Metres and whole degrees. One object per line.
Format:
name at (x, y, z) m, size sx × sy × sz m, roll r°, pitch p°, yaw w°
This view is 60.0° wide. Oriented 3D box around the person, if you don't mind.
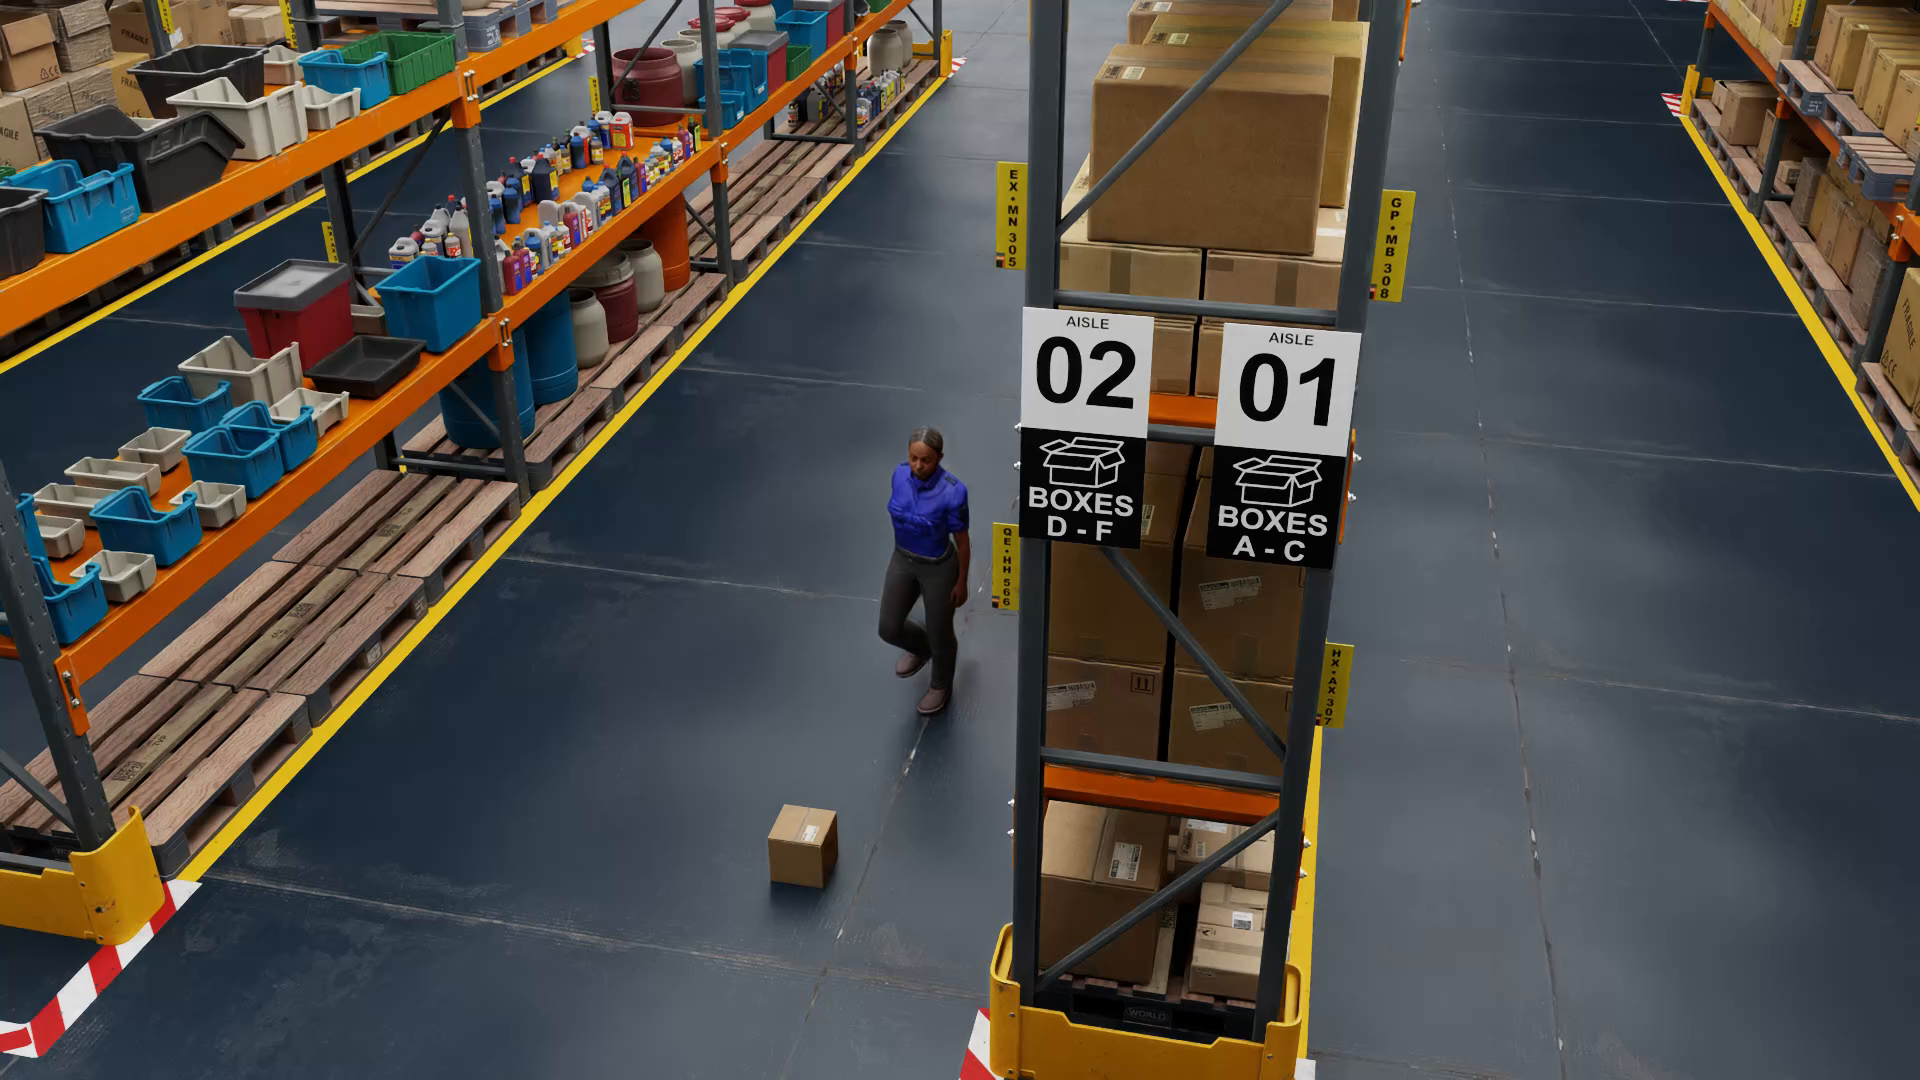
person at (-0.152, 0.127, 8.371) m, size 0.511 × 1.649 × 0.466 m, roll 16°, pitch 33°, yaw 26°
